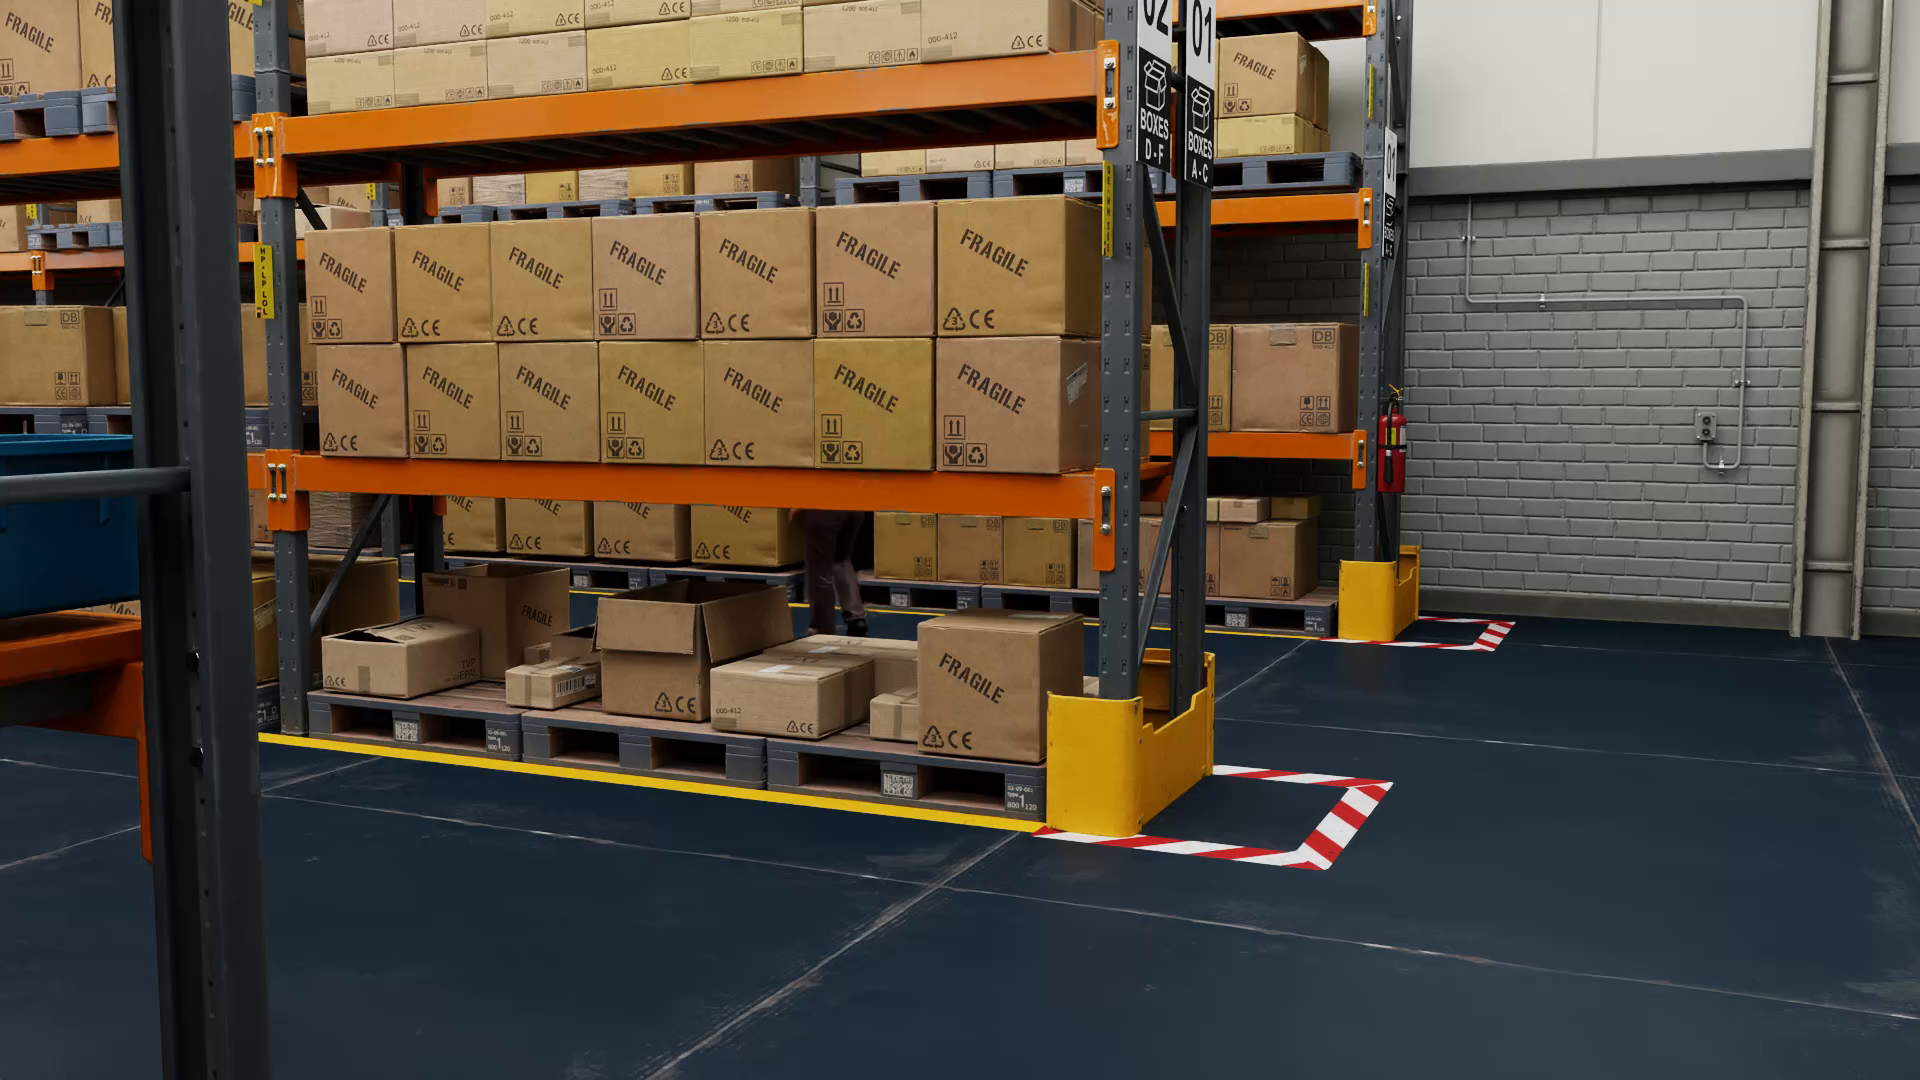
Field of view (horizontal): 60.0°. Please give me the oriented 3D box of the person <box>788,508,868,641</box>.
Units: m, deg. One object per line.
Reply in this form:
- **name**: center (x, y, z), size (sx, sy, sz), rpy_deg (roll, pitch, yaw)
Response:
- **person**: center (-0.835, -0.177, 10.019), size (0.531, 1.738, 0.553), rpy_deg (5, 7, 39)
